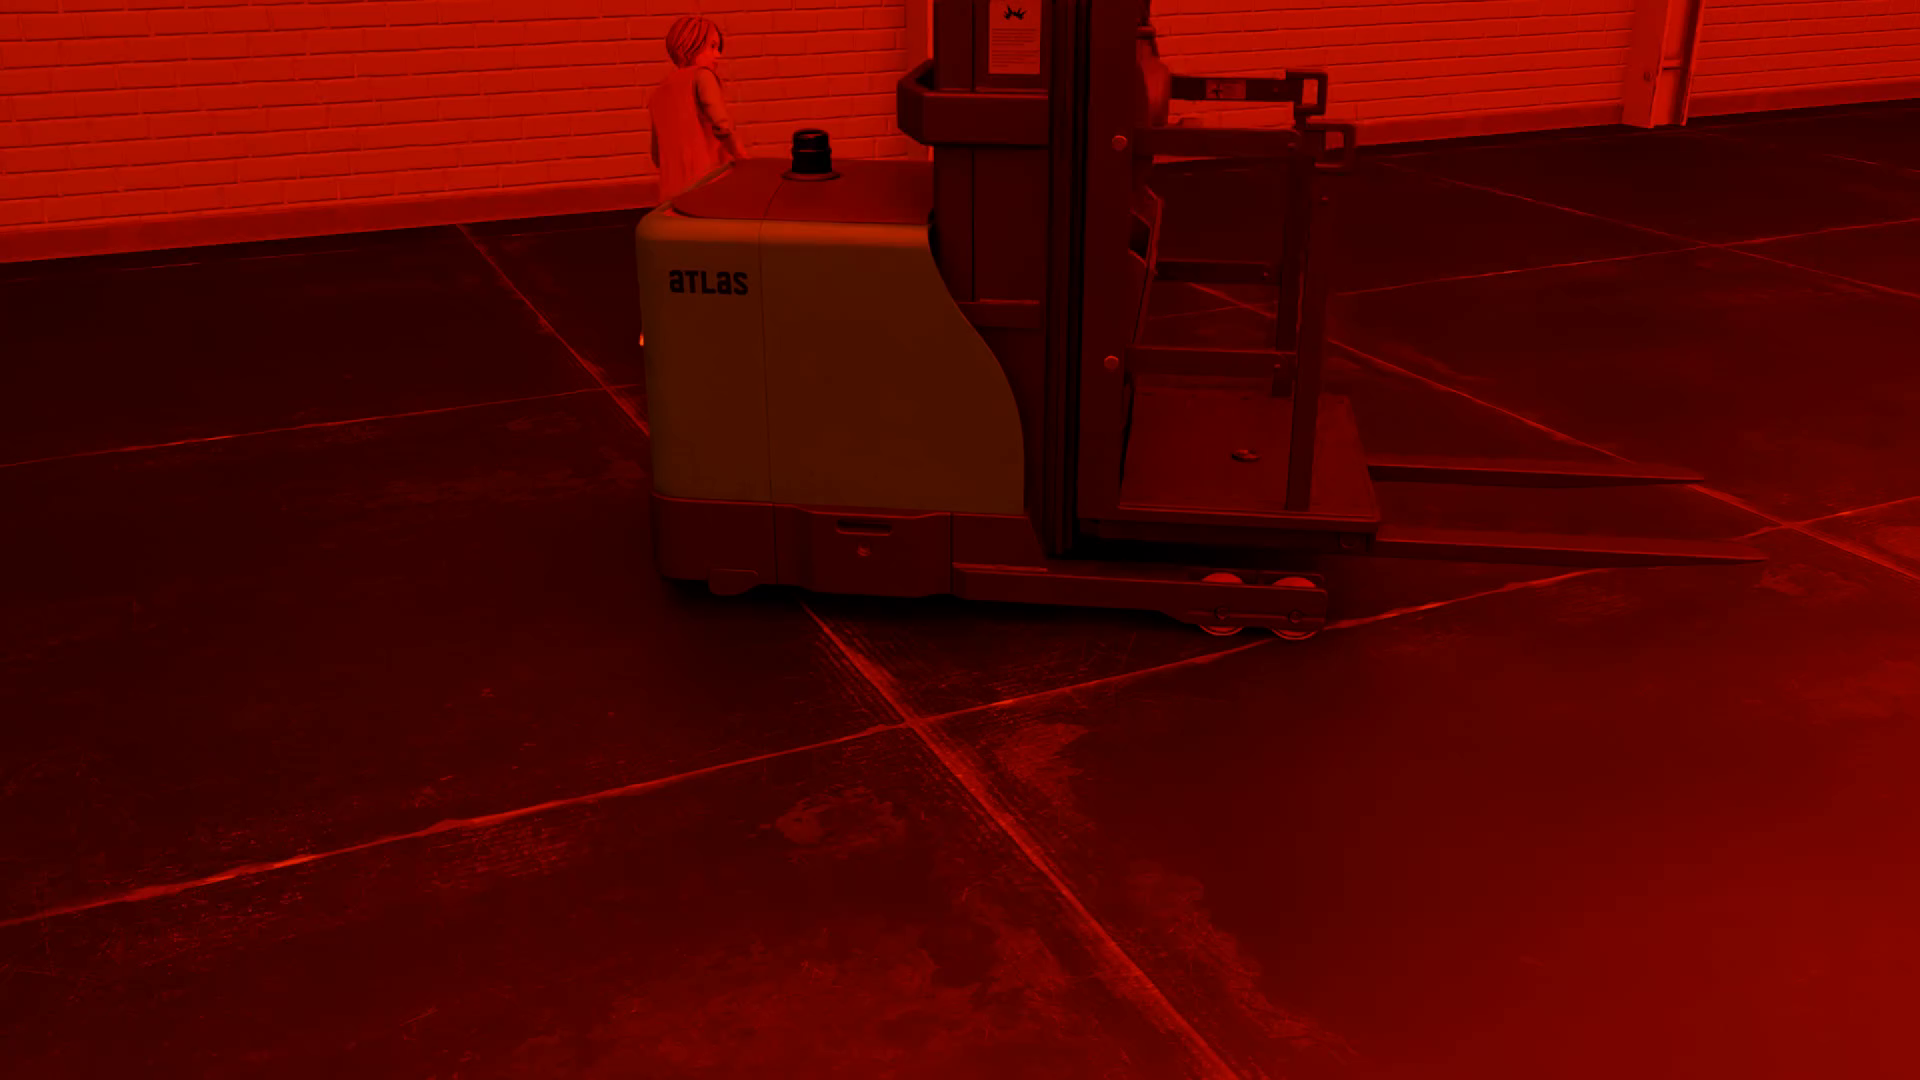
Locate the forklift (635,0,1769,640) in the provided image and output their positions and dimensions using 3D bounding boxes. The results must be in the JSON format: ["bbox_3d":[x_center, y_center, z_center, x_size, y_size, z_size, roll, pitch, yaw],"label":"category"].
[{"bbox_3d":[0.689,-1.302,4.421,3.031,2.935,1.130,3,23,7],"label":"forklift"}]

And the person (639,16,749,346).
[{"bbox_3d":[-1.011,-1.416,6.805,0.676,1.379,0.601,12,25,26],"label":"person"}]
